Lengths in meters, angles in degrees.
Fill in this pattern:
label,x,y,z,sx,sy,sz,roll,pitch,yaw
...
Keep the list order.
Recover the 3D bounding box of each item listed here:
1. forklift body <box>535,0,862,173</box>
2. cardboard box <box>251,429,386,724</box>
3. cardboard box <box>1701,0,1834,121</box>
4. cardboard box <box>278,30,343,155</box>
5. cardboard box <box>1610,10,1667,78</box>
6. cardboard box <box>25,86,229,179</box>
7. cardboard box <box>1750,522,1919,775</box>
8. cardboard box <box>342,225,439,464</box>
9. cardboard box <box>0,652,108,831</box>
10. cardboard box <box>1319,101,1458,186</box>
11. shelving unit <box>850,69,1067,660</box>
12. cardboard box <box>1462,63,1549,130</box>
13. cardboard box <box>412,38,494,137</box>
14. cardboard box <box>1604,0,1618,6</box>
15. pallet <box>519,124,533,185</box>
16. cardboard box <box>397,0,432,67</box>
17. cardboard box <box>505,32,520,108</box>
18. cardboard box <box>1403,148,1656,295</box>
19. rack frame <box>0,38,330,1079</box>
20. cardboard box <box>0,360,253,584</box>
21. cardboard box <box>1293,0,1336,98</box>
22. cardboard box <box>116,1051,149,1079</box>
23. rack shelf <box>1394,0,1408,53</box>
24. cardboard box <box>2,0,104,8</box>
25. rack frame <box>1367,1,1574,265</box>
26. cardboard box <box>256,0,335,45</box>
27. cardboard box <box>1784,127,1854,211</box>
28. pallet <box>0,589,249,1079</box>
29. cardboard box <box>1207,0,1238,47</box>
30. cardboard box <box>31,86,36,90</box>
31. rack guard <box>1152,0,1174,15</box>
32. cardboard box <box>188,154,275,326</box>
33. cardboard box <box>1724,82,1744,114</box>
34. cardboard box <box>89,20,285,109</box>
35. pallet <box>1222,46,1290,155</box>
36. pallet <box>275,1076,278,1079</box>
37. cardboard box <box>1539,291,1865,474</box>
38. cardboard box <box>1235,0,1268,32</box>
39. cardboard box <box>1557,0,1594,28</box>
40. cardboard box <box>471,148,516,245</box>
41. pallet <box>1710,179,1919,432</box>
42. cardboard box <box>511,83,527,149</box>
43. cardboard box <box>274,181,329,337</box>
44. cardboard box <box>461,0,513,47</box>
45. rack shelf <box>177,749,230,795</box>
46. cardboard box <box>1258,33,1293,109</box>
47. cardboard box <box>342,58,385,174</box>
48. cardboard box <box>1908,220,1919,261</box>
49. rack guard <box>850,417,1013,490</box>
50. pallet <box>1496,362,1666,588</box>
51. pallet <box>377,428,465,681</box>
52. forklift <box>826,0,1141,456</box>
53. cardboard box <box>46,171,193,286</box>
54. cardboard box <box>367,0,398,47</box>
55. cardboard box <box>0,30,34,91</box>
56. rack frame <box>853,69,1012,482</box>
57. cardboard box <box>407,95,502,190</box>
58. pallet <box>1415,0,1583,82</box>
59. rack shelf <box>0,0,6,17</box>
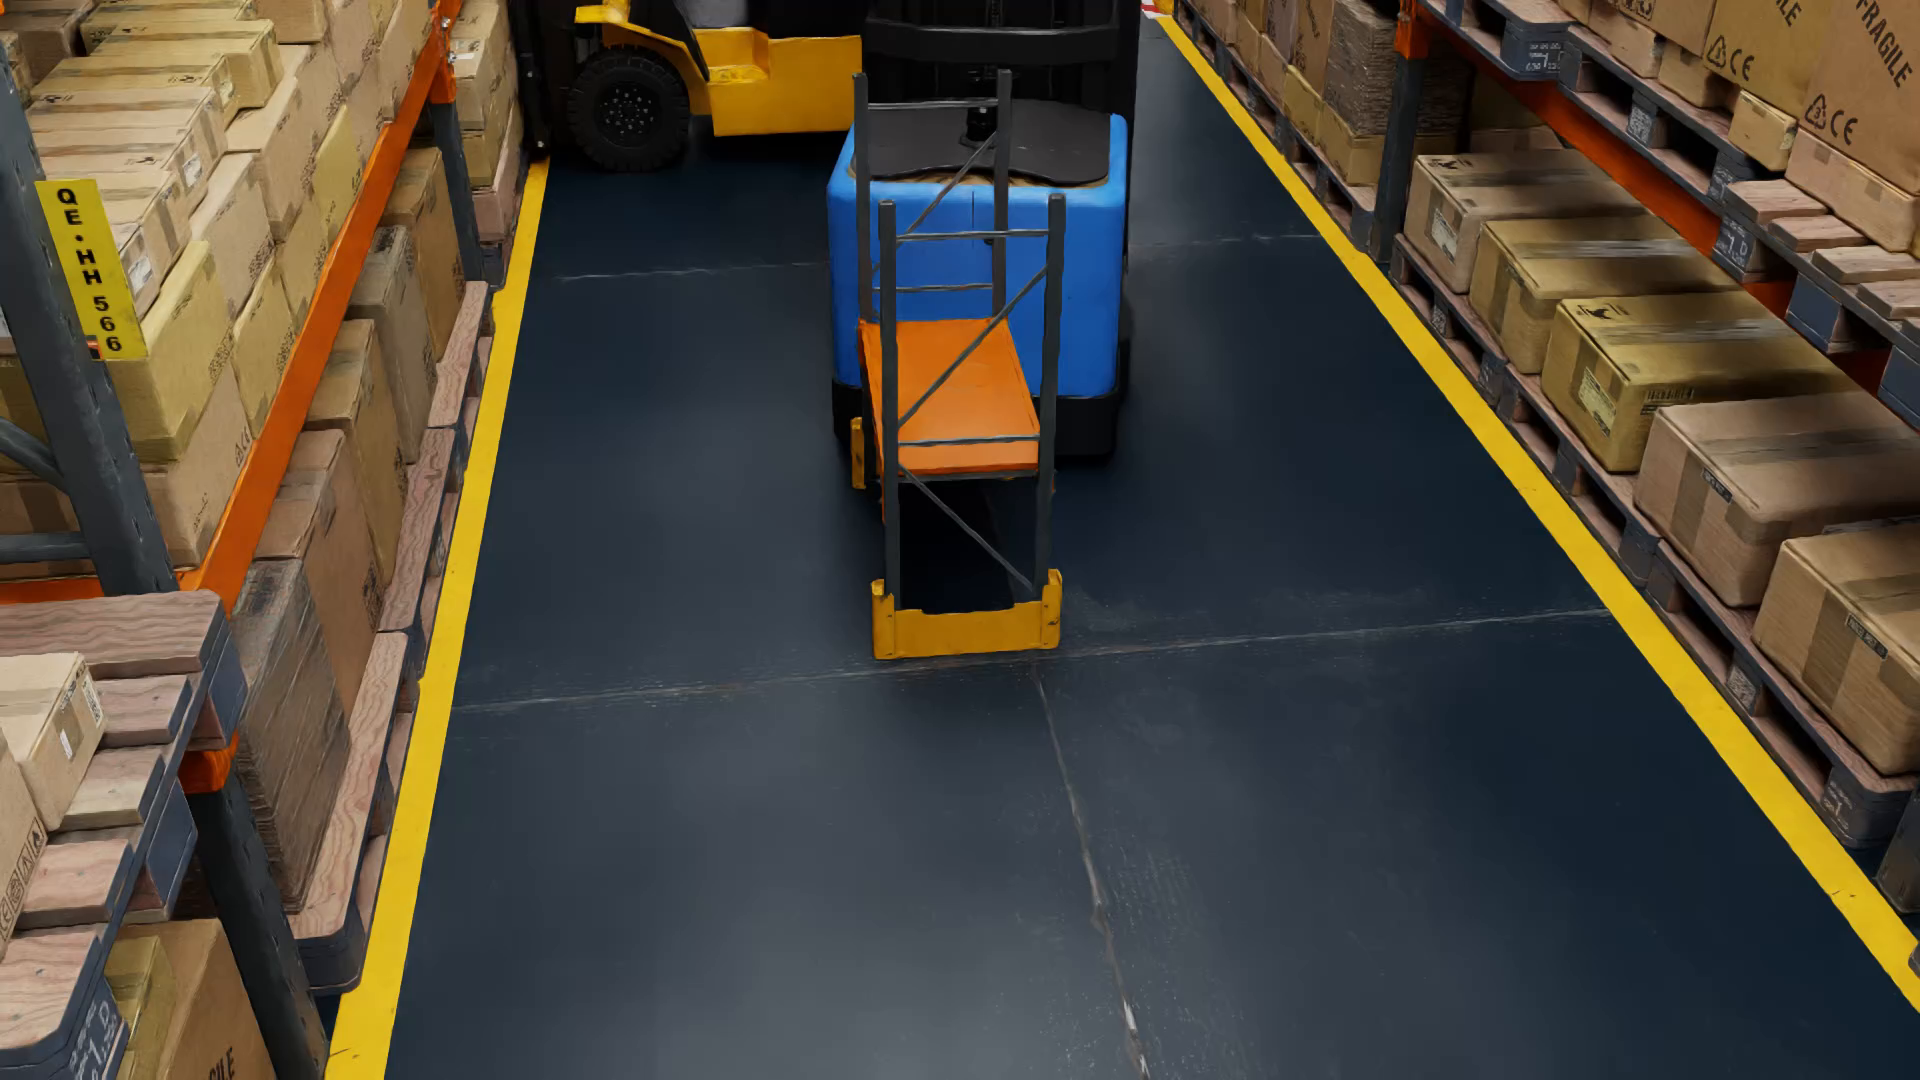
label,x,y,z,sx,sy,sz,roll,pitch,yaw
forklift body,-1.005,-3.150,8.463,2.313,2.155,1.214,-4,35,-6
cardboard box,-2.158,0.138,4.620,0.875,0.625,0.625,-3,34,-5
cardboard box,2.440,-1.474,4.524,0.500,0.500,0.500,-7,35,-10
cardboard box,-2.022,-1.224,4.571,0.500,0.250,0.500,-4,34,-6
cardboard box,2.297,-1.575,5.247,0.380,0.149,0.250,-3,34,-5
cardboard box,-1.888,-0.901,3.744,0.380,0.149,0.250,-4,34,-6
cardboard box,2.860,0.262,4.663,0.950,0.372,0.625,-7,35,-10
cardboard box,-2.352,-0.657,5.786,0.875,0.625,0.625,-5,35,-7
cardboard box,-1.523,0.311,2.480,0.380,0.149,0.250,-4,34,-5
cardboard box,2.043,-1.914,7.963,0.500,0.250,0.500,-3,34,-4
shelving unit,-0.033,-0.564,5.240,0.587,1.500,1.083,-3,34,-6
cardboard box,2.577,-2.264,7.811,0.500,0.500,0.500,-3,34,-4
cardboard box,-2.284,-1.933,7.104,0.500,0.250,0.500,-5,35,-7
cardboard box,2.288,-2.065,5.391,0.500,0.500,0.500,-5,35,-7
pallet,-2.763,-2.166,8.741,1.003,0.211,1.213,-4,35,-6
cardboard box,-2.203,-1.865,5.957,0.500,0.250,0.500,-4,34,-5
cardboard box,-2.415,-2.288,8.069,0.500,0.250,0.500,-5,35,-7
cardboard box,2.461,-1.362,7.045,0.950,0.372,0.625,-4,34,-6
rack frame,-1.992,0.043,3.023,1.000,3.000,0.127,-4,35,-6
cardboard box,-1.809,-0.161,3.456,0.500,0.250,0.500,-4,35,-6
cardboard box,1.973,-2.508,8.169,0.500,0.500,0.500,-4,34,-6
cardboard box,-1.607,1.041,2.830,0.380,0.149,0.250,-6,35,-9
rack shelf,2.119,-3.386,8.693,1.077,0.370,4.000,-4,35,-6
cardboard box,-2.536,-1.431,4.522,0.380,0.149,0.250,-4,34,-6
rack frame,2.388,-2.567,6.853,1.000,3.000,0.127,-4,35,-6
cardboard box,-1.950,-1.471,4.581,0.380,0.149,0.250,-5,35,-8
cardboard box,2.437,-0.992,4.392,0.380,0.149,0.250,-6,35,-9
pallet,-1.831,0.496,2.530,1.213,0.211,1.003,-4,35,-6
cardboard box,1.746,-3.080,9.674,0.500,0.250,0.500,-3,34,-5
cardboard box,-2.523,-1.177,4.503,0.500,0.250,0.500,-5,35,-7
rack guard,1.861,-3.724,10.770,1.175,0.500,0.348,-4,35,-6
cardboard box,-1.876,-0.647,3.725,0.500,0.250,0.500,-3,34,-5
cardboard box,2.477,-1.294,4.836,0.380,0.149,0.250,-4,34,-6
cardboard box,-1.927,-1.186,4.161,0.380,0.149,0.250,-4,34,-5
pallet,2.096,-2.469,9.185,1.003,0.211,1.213,-4,35,-6
pallet,-1.929,1.615,3.193,1.003,0.211,1.213,-4,35,-6
cardboard box,2.657,-0.573,5.888,0.950,0.372,0.625,-3,34,-5
cardboard box,1.823,-3.090,9.023,0.500,0.500,0.500,-4,34,-5
cardboard box,2.281,-1.865,5.673,0.380,0.149,0.250,-4,34,-6
cardboard box,-2.267,-1.521,7.387,0.500,0.250,0.500,-4,34,-6
pallet,2.725,-0.645,4.203,1.213,0.211,1.003,-4,35,-6
cardboard box,-2.435,-2.089,8.220,0.500,0.250,0.500,-4,34,-6
cardboard box,-1.948,-0.729,4.289,0.500,0.250,0.500,-5,35,-8
cardboard box,-2.421,-2.496,7.930,0.500,0.250,0.500,-3,34,-5
rack shelf,-1.723,1.457,1.588,1.077,0.370,4.000,-4,35,-6
cardboard box,1.897,-2.494,8.815,0.500,0.250,0.500,-4,34,-6
cardboard box,-2.093,-1.306,5.136,0.500,0.250,0.500,-4,34,-6
cardboard box,2.541,-0.714,3.984,0.380,0.149,0.250,-4,34,-6
rack guard,-0.098,-0.325,6.000,0.587,0.250,0.087,-3,34,-6
pallet,2.662,-0.298,6.000,1.003,0.211,1.213,-4,35,-6
pallet,-2.225,0.054,5.483,1.003,0.211,1.213,-4,35,-6
forklift,0.179,-2.329,6.565,1.130,2.935,3.031,3,34,4
cardboard box,-1.780,-0.615,3.324,0.380,0.149,0.250,-4,34,-5
cardboard box,-2.134,-1.792,5.406,0.500,0.250,0.500,-5,35,-8
cardboard box,-2.533,-1.135,4.088,0.380,0.149,0.250,-5,35,-7
rack frame,-0.094,-0.853,5.665,0.500,1.500,0.032,-3,34,-6
cardboard box,-2.289,-1.726,7.244,0.500,0.250,0.500,-5,35,-7
pallet,2.347,-2.050,6.265,1.003,0.211,1.213,-4,35,-6
rack shelf,-2.261,-2.015,4.018,1.077,0.370,4.000,-4,35,-6
